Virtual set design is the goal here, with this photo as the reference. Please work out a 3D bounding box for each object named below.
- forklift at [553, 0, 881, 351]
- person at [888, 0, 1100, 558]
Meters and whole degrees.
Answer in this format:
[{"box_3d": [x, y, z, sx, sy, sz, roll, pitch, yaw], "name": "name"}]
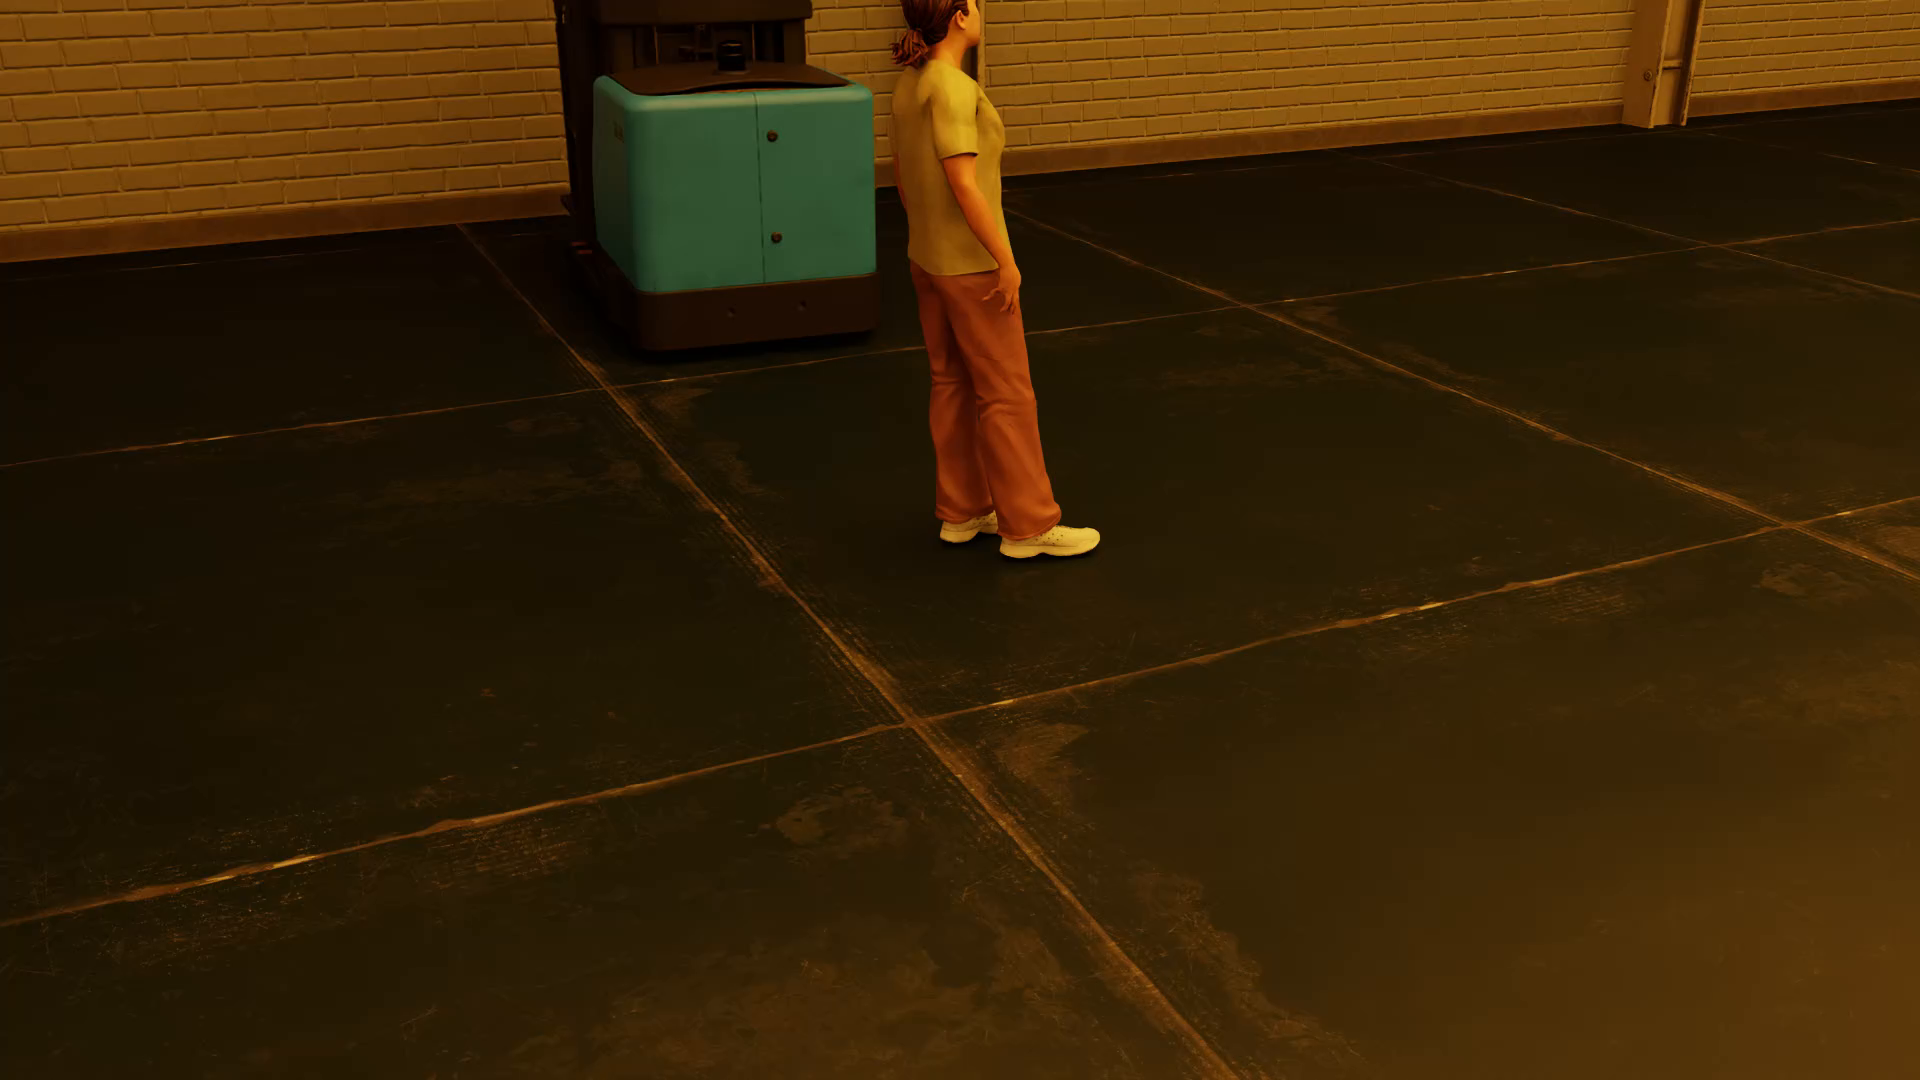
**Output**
[{"box_3d": [-1.332, -2.658, 7.684, 1.130, 2.935, 3.031, -8, 24, -19], "name": "forklift"}, {"box_3d": [0.072, -0.789, 4.802, 0.548, 1.673, 0.554, -10, 25, -23], "name": "person"}]
